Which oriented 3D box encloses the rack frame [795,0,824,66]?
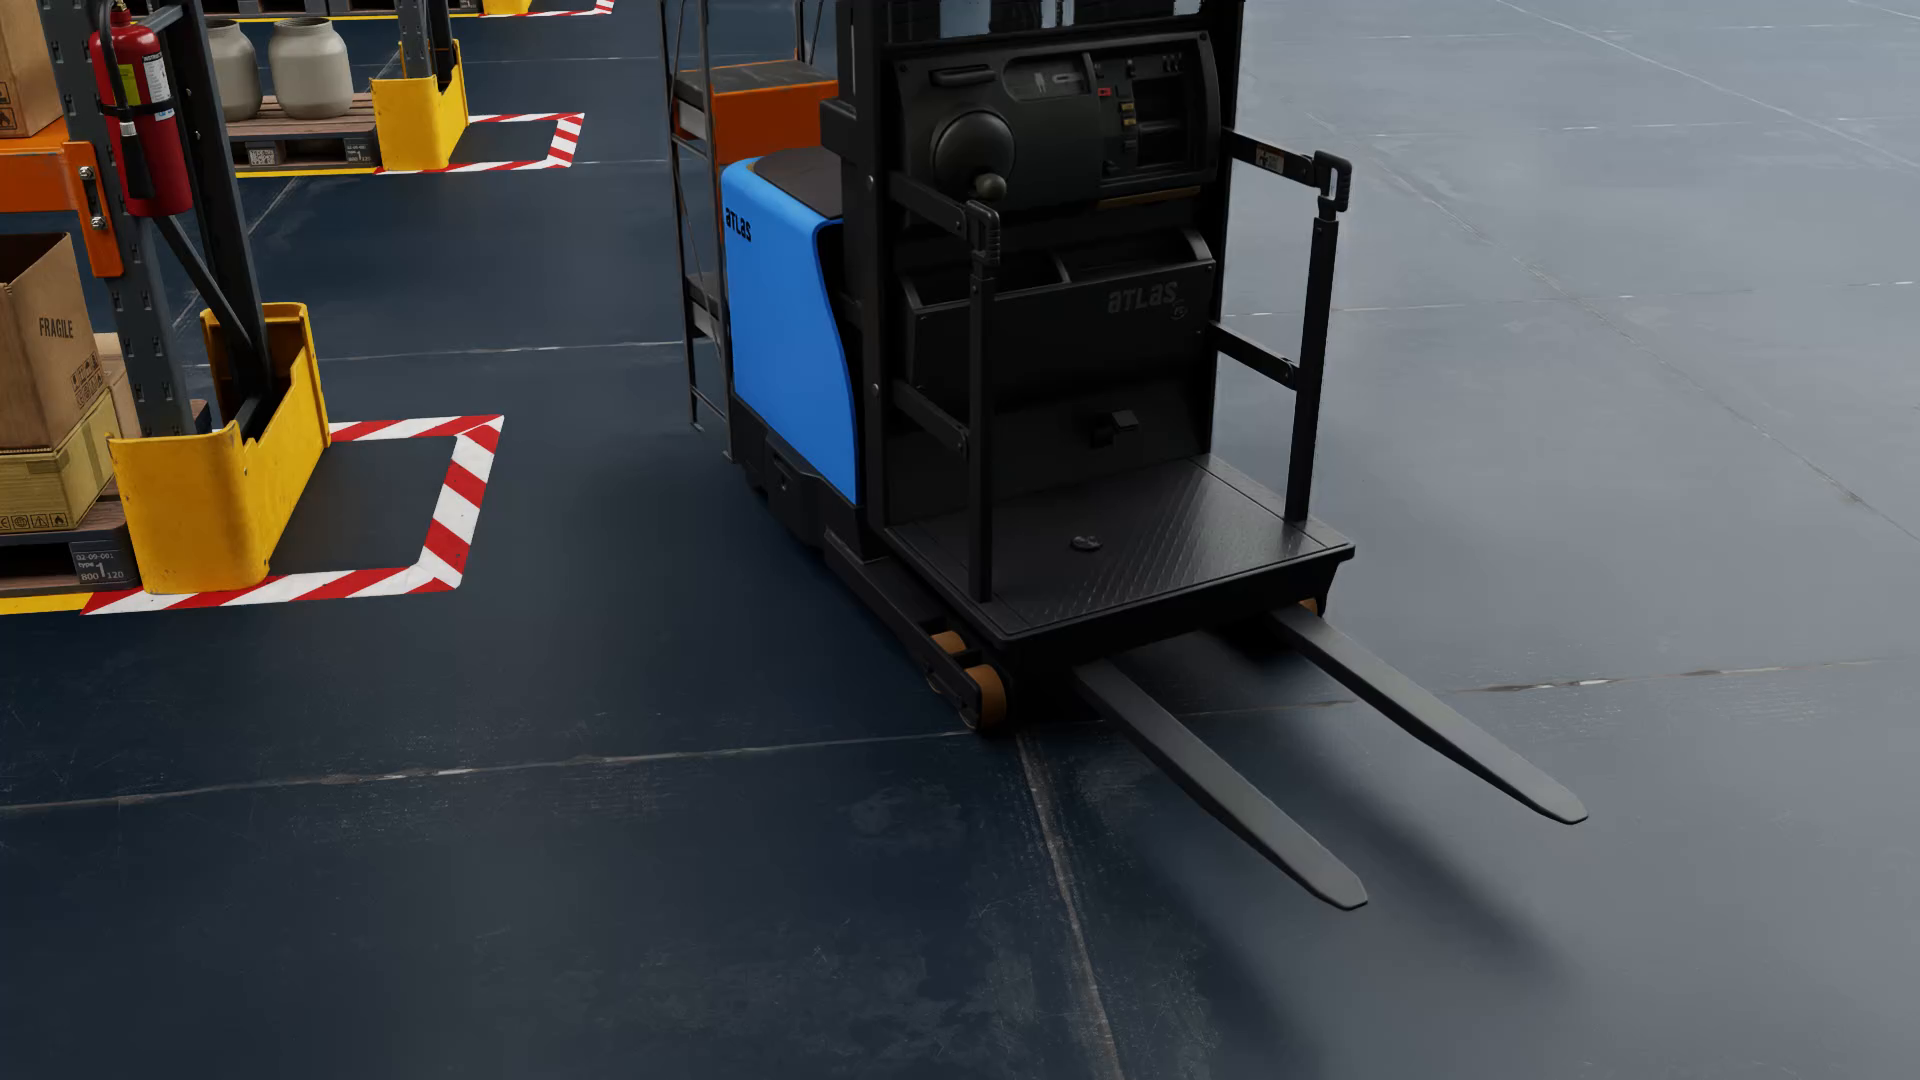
[{"bbox_3d":[-0.455,-1.390,5.658,0.015,2.100,0.400,-14,30,-26],"label":"rack frame"}]

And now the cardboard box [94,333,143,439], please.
[{"bbox_3d":[-2.930,-0.470,5.432,0.500,0.250,0.500,-4,27,-7],"label":"cardboard box"}]

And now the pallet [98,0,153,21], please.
[{"bbox_3d":[-7.045,-4.482,13.754,1.213,0.211,1.003,-4,27,-7],"label":"pallet"}]

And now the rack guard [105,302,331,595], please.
[{"bbox_3d":[-2.344,-0.329,5.344,0.348,0.500,1.175,-4,27,-7],"label":"rack guard"}]

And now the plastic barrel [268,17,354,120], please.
[{"bbox_3d":[-3.695,-2.683,9.459,0.421,0.512,0.421,0,27,0],"label":"plastic barrel"}]

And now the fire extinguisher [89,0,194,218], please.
[{"bbox_3d":[-2.186,-1.203,4.394,0.183,0.674,0.296,-4,27,-7],"label":"fire extinguisher"}]

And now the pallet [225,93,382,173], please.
[{"bbox_3d":[-3.928,-2.364,9.625,1.213,0.211,1.003,-4,27,-7],"label":"pallet"}]

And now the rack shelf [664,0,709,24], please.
[{"bbox_3d":[-0.668,-1.946,5.239,0.480,0.518,0.431,-14,30,-26],"label":"rack shelf"}]

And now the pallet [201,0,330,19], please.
[{"bbox_3d":[-5.834,-4.561,13.908,1.213,0.211,1.003,-4,27,-7],"label":"pallet"}]

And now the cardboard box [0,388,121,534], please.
[{"bbox_3d":[-2.857,-0.236,4.976,0.500,0.250,0.500,-4,27,-7],"label":"cardboard box"}]

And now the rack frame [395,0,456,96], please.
[{"bbox_3d":[-3.054,-3.680,9.135,0.127,3.000,1.000,-4,27,-7],"label":"rack frame"}]

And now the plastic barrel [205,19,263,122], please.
[{"bbox_3d":[-4.191,-2.651,9.396,0.421,0.512,0.421,0,27,0],"label":"plastic barrel"}]

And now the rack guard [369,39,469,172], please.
[{"bbox_3d":[-3.123,-2.541,9.655,0.348,0.500,1.175,-4,27,-7],"label":"rack guard"}]

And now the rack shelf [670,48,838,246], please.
[{"bbox_3d":[-0.668,-1.323,5.558,0.480,0.518,0.431,-14,30,-26],"label":"rack shelf"}]

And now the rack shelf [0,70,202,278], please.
[{"bbox_3d":[-4.348,-0.993,4.687,4.000,0.370,1.077,-4,27,-7],"label":"rack shelf"}]

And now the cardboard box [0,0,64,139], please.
[{"bbox_3d":[-2.832,-1.461,4.701,0.500,0.500,0.700,-4,27,-7],"label":"cardboard box"}]

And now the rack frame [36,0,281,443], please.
[{"bbox_3d":[-2.367,-1.440,4.771,0.127,3.000,1.000,-4,27,-7],"label":"rack frame"}]

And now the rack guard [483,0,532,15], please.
[{"bbox_3d":[-3.819,-4.802,14.060,0.348,0.500,1.175,-4,27,-7],"label":"rack guard"}]

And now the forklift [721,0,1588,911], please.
[{"bbox_3d":[0.365,-1.049,4.085,1.130,2.935,3.031,-13,30,-24],"label":"forklift"}]

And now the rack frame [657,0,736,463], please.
[{"bbox_3d":[-0.881,-1.281,5.446,0.015,2.100,0.400,-14,30,-26],"label":"rack frame"}]

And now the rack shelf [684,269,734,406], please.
[{"bbox_3d":[-0.668,-0.700,5.878,0.480,0.518,0.431,-14,30,-26],"label":"rack shelf"}]

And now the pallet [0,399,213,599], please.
[{"bbox_3d":[-3.119,-0.132,5.276,1.213,0.211,1.003,-4,27,-7],"label":"pallet"}]

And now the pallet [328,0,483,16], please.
[{"bbox_3d":[-4.629,-4.637,14.057,1.213,0.211,1.003,-4,27,-7],"label":"pallet"}]

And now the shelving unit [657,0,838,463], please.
[{"bbox_3d":[-0.668,-1.335,5.552,0.503,2.100,0.431,-14,30,-26],"label":"shelving unit"}]

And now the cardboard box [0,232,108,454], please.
[{"bbox_3d":[-2.857,-0.569,4.803,0.500,0.500,0.500,-4,27,-7],"label":"cardboard box"}]
